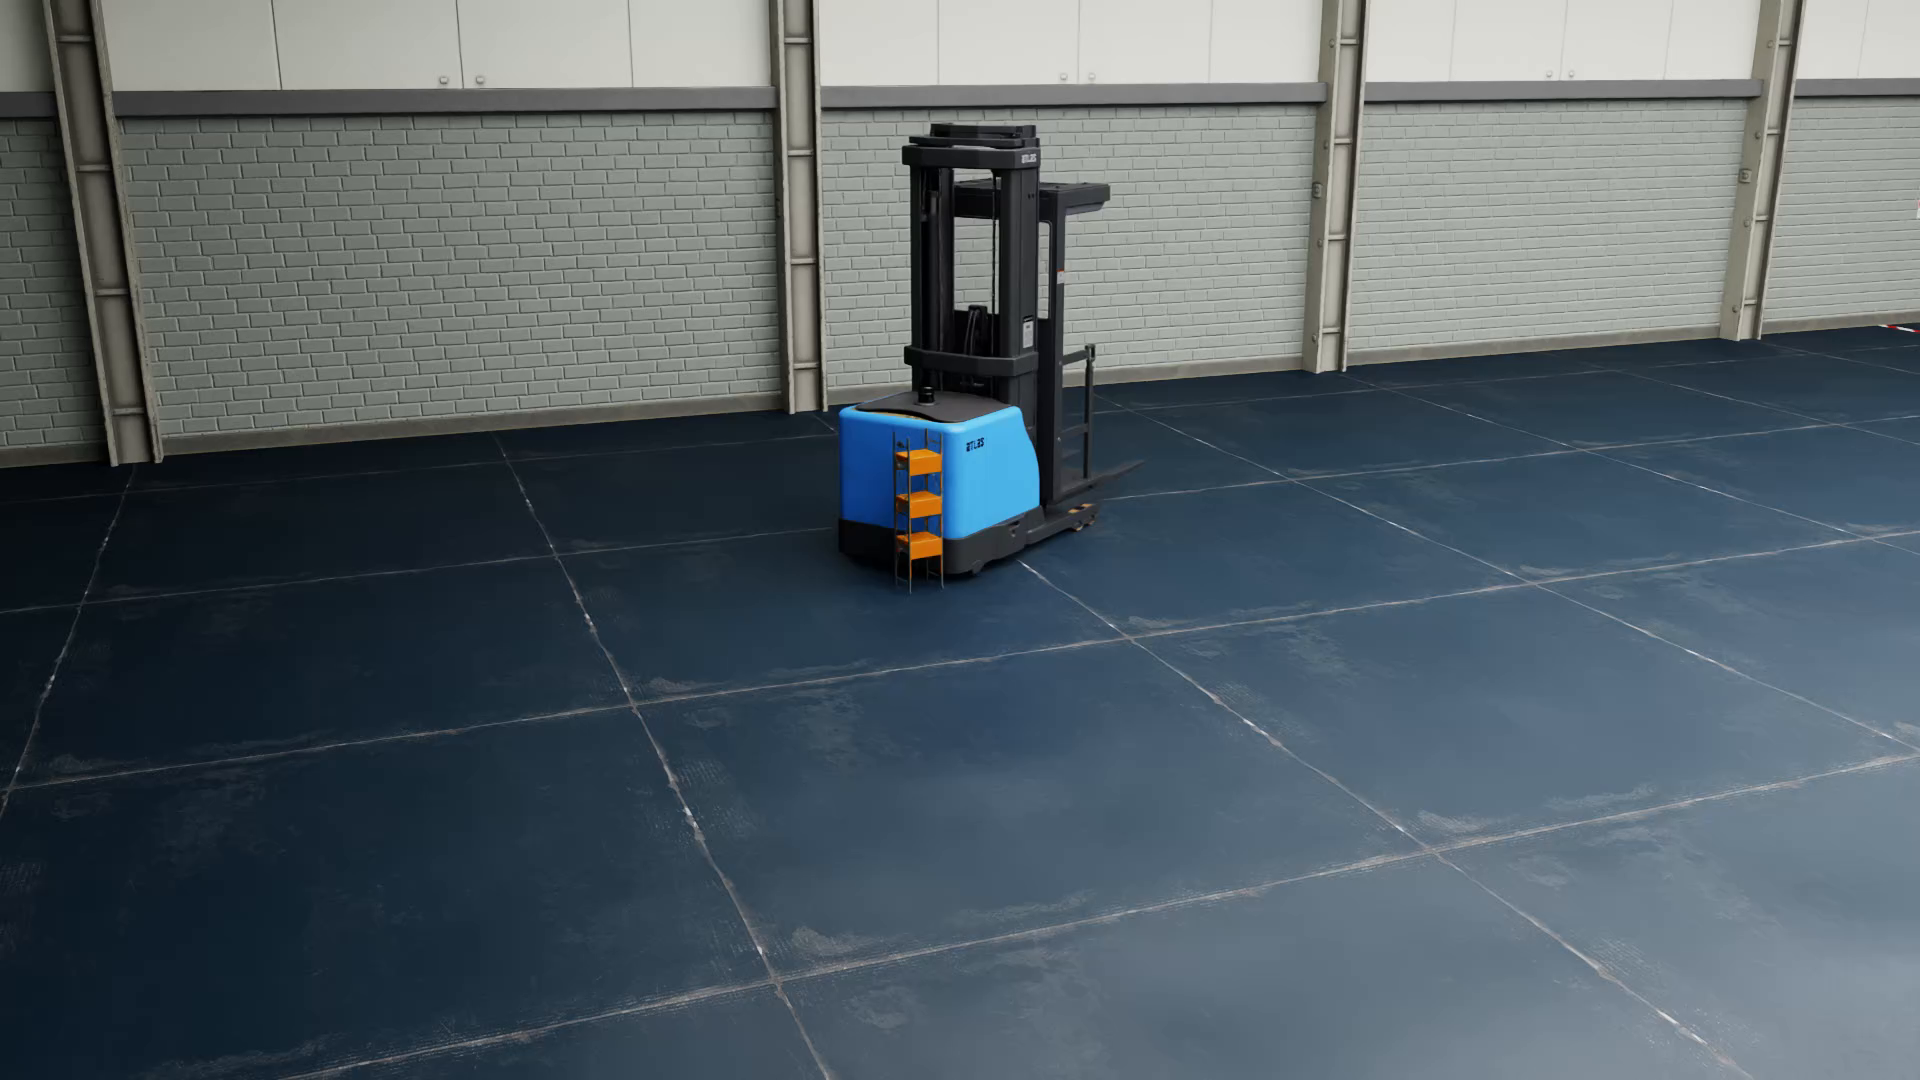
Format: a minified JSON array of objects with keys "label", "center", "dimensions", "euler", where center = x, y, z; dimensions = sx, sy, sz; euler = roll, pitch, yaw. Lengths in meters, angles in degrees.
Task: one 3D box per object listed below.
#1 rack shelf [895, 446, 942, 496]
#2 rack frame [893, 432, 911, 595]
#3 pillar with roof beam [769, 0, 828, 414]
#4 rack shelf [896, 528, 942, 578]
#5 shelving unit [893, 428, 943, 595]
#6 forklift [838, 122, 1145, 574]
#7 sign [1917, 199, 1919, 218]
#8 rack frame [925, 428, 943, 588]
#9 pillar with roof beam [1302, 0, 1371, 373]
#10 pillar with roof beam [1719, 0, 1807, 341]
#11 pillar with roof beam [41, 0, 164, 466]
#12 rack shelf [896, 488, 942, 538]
[{"label":"rack shelf","center":[-0.274,-0.451,10.801],"dimensions":[0.240,0.259,0.215],"euler":[-10,19,-30]},{"label":"rack frame","center":[-0.378,-0.171,10.816],"dimensions":[0.008,1.050,0.200],"euler":[-10,19,-30]},{"label":"pillar with roof beam","center":[-0.003,-4.480,11.381],"dimensions":[0.400,9.000,9.100],"euler":[-6,17,-20]},{"label":"rack shelf","center":[-0.274,0.088,10.959],"dimensions":[0.240,0.259,0.215],"euler":[-10,19,-30]},{"label":"shelving unit","center":[-0.274,-0.189,10.878],"dimensions":[0.252,1.050,0.215],"euler":[-10,19,-30]},{"label":"forklift","center":[0.390,-1.537,12.129],"dimensions":[1.130,2.935,3.031],"euler":[11,19,32]},{"label":"sign","center":[12.391,-4.298,21.347],"dimensions":[0.234,0.329,0.001],"euler":[-6,17,-20]},{"label":"rack frame","center":[-0.171,-0.207,10.940],"dimensions":[0.008,1.050,0.200],"euler":[-10,19,-30]},{"label":"pillar with roof beam","center":[5.600,-5.084,13.441],"dimensions":[0.400,9.000,9.100],"euler":[-6,17,-20]},{"label":"pillar with roof beam","center":[11.203,-5.689,15.501],"dimensions":[0.400,9.000,9.100],"euler":[-6,17,-20]},{"label":"pillar with roof beam","center":[-5.605,-3.875,9.322],"dimensions":[0.400,9.000,9.100],"euler":[-6,17,-20]},{"label":"rack shelf","center":[-0.274,-0.179,10.881],"dimensions":[0.240,0.259,0.215],"euler":[-10,19,-30]}]
